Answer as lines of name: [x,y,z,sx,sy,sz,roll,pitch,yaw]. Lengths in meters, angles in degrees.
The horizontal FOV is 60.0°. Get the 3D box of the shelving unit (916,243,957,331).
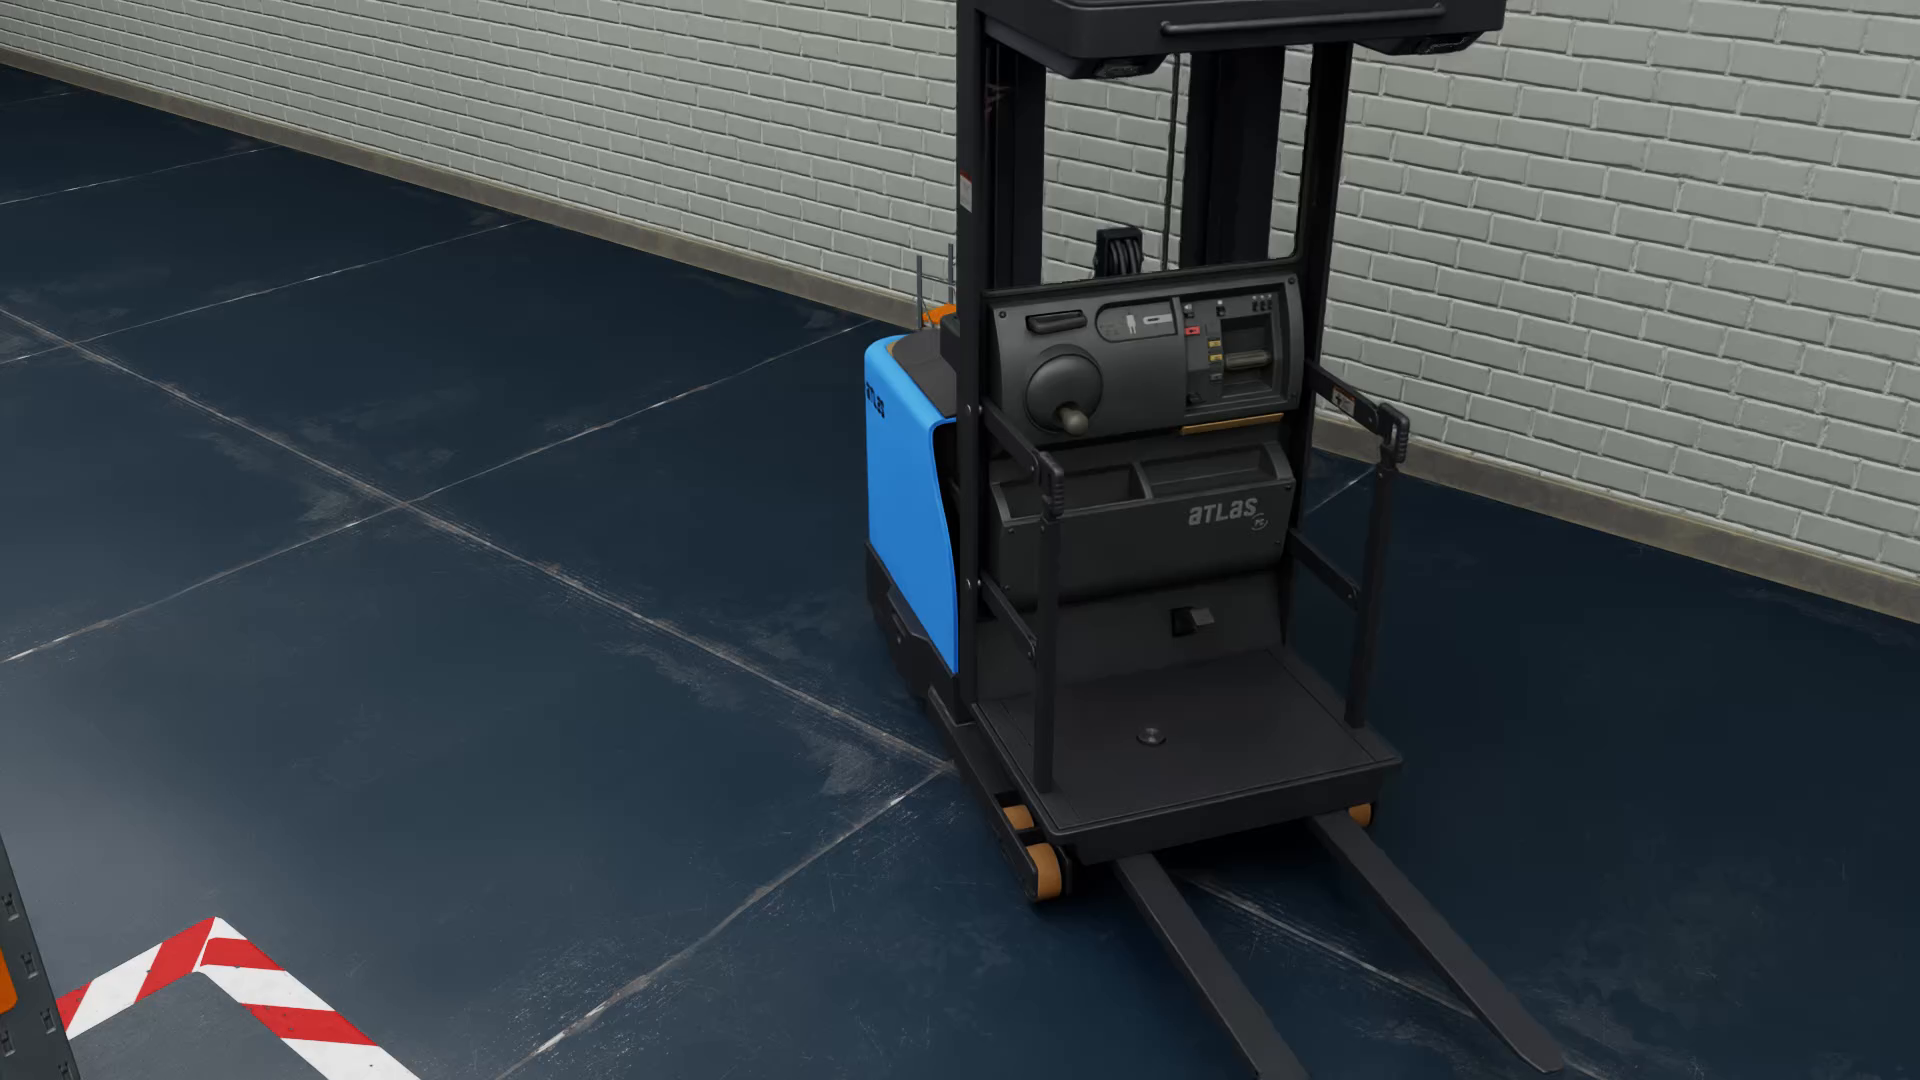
shelving unit: [-0.009,-0.528,6.464,0.258,1.200,0.189,21,34,34]

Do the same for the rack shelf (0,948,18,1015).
rack shelf: [-3.383,1.242,1.867,1.077,0.370,4.000,21,34,34]

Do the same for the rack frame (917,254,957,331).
rack frame: [-0.067,-0.495,6.402,0.240,1.200,0.006,21,34,34]

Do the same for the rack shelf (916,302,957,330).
rack shelf: [-0.009,-0.808,6.319,0.258,0.103,0.180,21,34,34]

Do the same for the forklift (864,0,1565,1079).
forklift: [0.610,-0.480,4.489,1.130,2.935,3.031,-9,29,-17]

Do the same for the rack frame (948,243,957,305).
rack frame: [0.049,-0.560,6.527,0.240,1.200,0.006,21,34,34]
